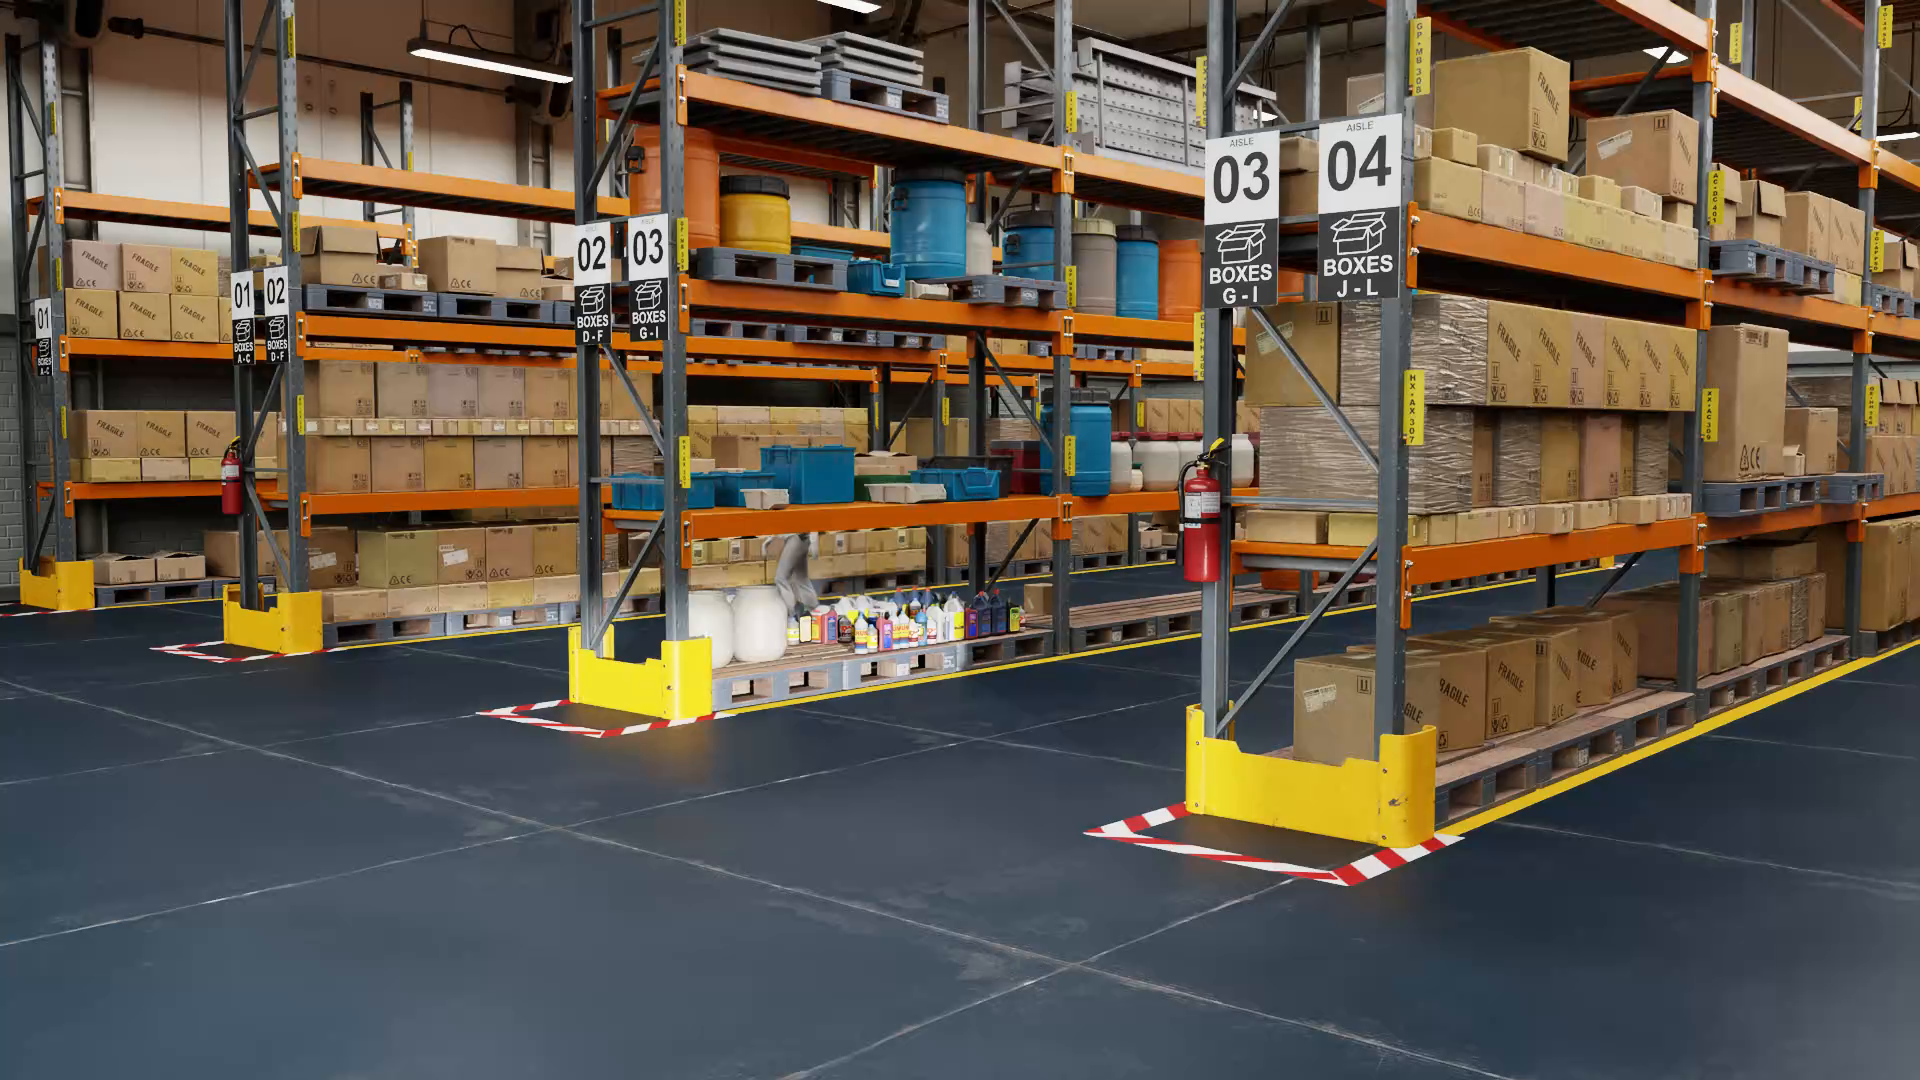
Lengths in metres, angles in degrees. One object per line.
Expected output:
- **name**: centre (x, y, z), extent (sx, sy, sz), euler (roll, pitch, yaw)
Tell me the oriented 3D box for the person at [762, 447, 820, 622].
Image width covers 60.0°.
- **person**: centre (-1.467, 0.044, 14.764), extent (0.566, 1.755, 0.489), euler (-2, 4, -27)
